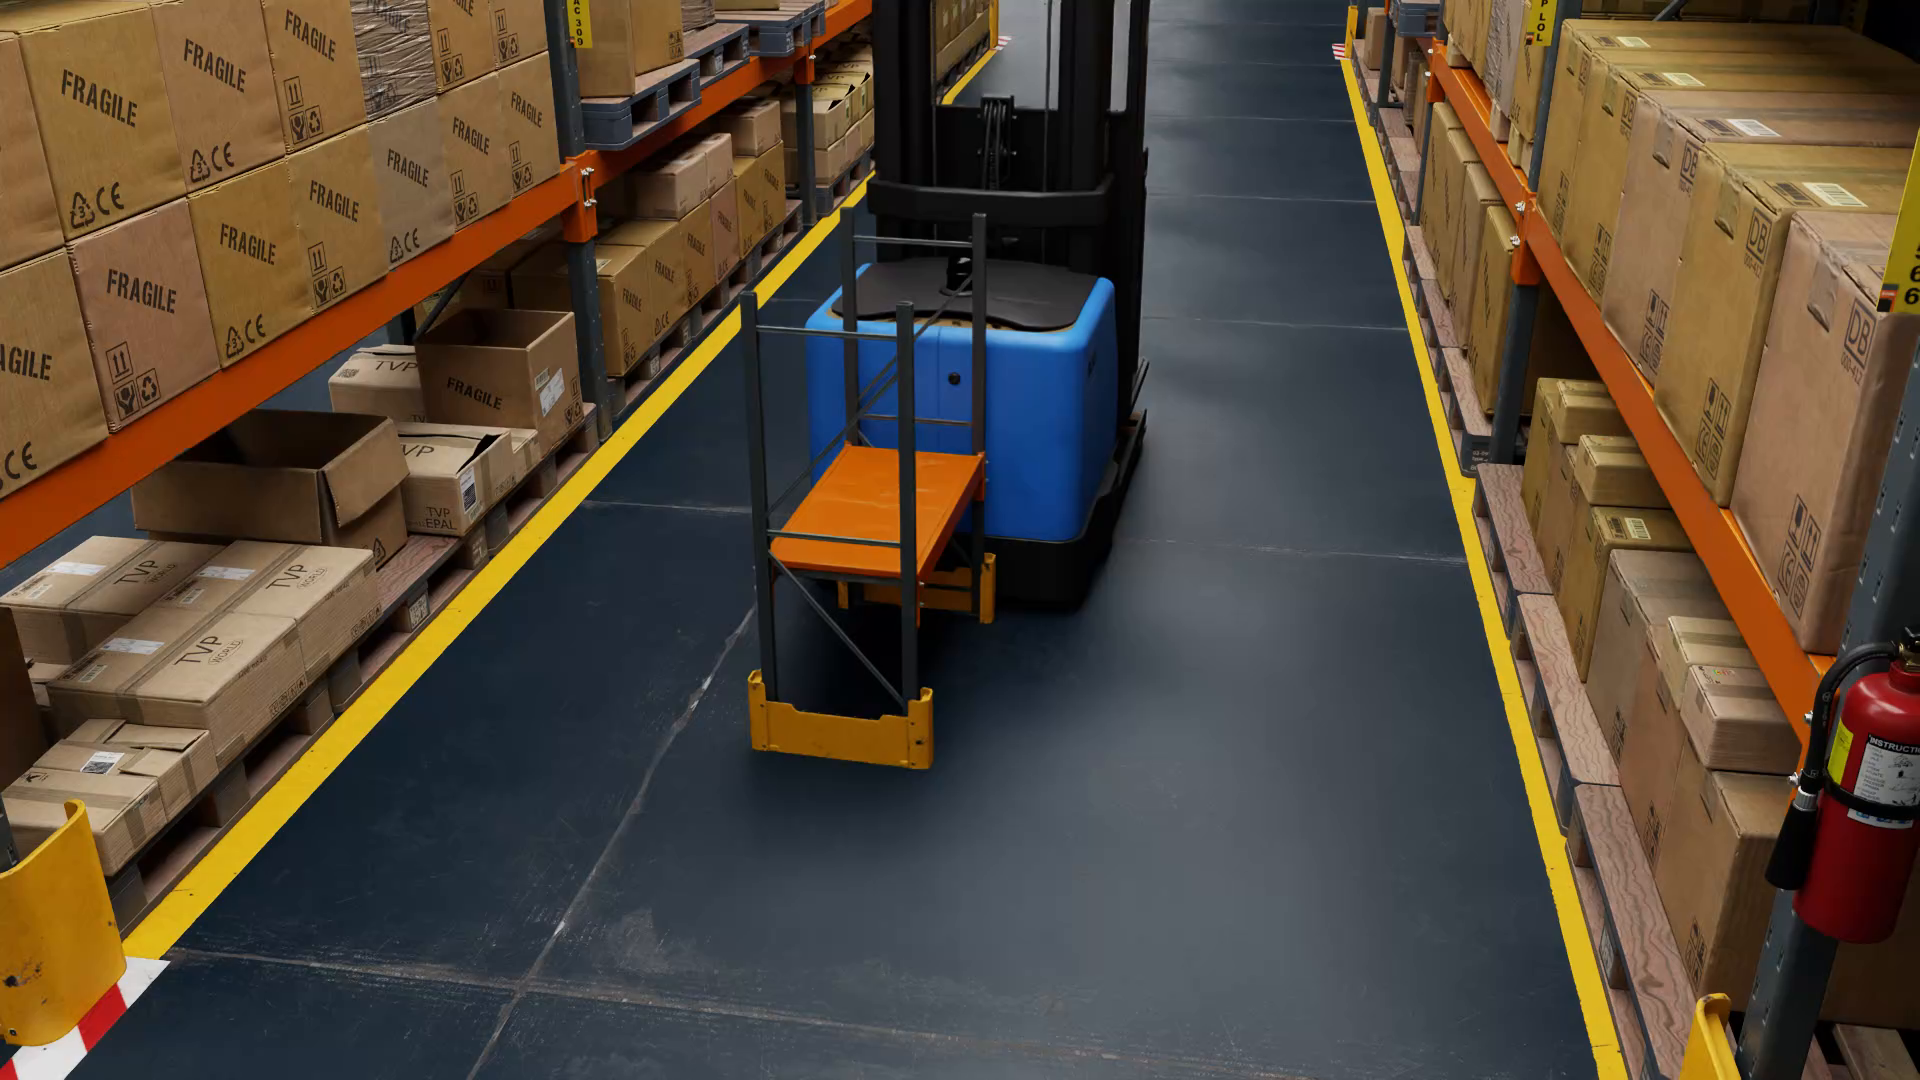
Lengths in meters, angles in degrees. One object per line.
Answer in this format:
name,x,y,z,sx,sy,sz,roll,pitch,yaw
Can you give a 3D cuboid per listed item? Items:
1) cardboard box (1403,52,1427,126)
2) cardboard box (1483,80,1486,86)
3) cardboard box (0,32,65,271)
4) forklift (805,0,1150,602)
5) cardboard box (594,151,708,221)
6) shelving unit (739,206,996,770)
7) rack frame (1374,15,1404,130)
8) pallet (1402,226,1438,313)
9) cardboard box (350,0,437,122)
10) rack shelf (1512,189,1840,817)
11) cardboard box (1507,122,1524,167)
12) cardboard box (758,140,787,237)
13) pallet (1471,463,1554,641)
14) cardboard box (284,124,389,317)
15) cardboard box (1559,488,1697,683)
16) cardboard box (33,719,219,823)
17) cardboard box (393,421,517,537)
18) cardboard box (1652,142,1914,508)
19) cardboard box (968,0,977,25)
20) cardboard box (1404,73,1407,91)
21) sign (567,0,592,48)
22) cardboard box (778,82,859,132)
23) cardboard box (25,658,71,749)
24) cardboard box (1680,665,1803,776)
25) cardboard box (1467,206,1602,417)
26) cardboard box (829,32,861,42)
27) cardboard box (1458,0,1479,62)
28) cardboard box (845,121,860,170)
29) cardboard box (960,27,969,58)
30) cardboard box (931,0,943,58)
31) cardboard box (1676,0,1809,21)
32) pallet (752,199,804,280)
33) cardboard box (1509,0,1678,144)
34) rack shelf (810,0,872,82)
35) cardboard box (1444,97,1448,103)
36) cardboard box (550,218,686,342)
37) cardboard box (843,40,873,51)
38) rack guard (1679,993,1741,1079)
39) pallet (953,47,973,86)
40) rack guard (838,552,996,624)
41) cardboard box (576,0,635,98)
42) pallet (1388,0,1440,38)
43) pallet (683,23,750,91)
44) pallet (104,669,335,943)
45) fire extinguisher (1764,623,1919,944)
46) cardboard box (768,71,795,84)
cardboard box,3.959,-3.624,13.385,0.700,0.500,0.500,5,26,10
cardboard box,2.944,-2.427,8.669,0.380,0.149,0.250,4,25,9
cardboard box,-2.454,-0.855,3.740,0.500,0.500,0.500,5,26,10
forklift,0.246,-1.701,6.928,1.130,2.935,3.031,5,26,11
cardboard box,-1.650,-1.873,8.757,0.500,0.250,0.500,4,25,9
shelving unit,-0.269,-0.206,5.421,0.587,1.500,1.083,5,26,11
rack frame,4.063,-4.866,13.608,1.000,3.000,0.127,4,25,9
pallet,3.206,-1.606,9.932,1.003,0.211,1.213,4,25,9
cardboard box,-2.123,-1.706,5.558,0.500,0.500,0.500,4,25,9
rack shelf,2.428,-0.358,4.825,1.077,0.370,4.000,4,25,9
cardboard box,2.549,-1.684,7.082,0.380,0.149,0.250,4,25,9
cardboard box,-1.400,-2.195,10.330,0.500,0.500,0.500,5,26,11
pallet,2.554,0.055,6.383,1.003,0.211,1.213,4,25,9
cardboard box,-2.206,-1.037,5.308,0.500,0.500,0.500,4,25,9
cardboard box,2.360,0.152,5.341,0.700,0.500,0.500,5,25,10
cardboard box,-2.338,0.639,4.670,0.380,0.166,0.250,4,25,9
cardboard box,-2.068,-0.272,6.445,0.500,0.311,0.500,4,25,9
cardboard box,2.283,-0.502,3.931,0.980,0.700,0.700,4,25,8
cardboard box,-0.114,-5.501,16.828,0.500,0.500,0.500,4,25,9
cardboard box,4.121,-4.008,14.598,0.380,0.166,0.250,1,25,2
sign,-1.596,-2.220,6.933,0.100,0.325,0.005,4,25,9
cardboard box,-1.026,-3.153,12.034,0.500,0.311,0.500,3,25,7
cardboard box,-2.785,0.487,4.994,0.380,0.166,0.250,4,25,9
cardboard box,1.958,0.435,3.971,0.380,0.149,0.250,4,25,8
cardboard box,2.733,-1.018,7.427,0.750,0.750,0.750,4,25,9
cardboard box,-1.138,-4.251,14.381,0.500,0.311,0.500,4,25,9
cardboard box,2.900,-2.771,8.640,0.500,0.500,0.500,4,25,8
cardboard box,-1.022,-2.889,12.132,0.500,0.250,0.500,3,25,7
cardboard box,-0.201,-4.953,16.541,0.500,0.250,0.500,4,25,9
cardboard box,-0.440,-4.665,15.041,0.500,0.500,0.500,4,25,9
cardboard box,3.087,-2.223,6.585,0.500,0.250,0.500,5,26,10
pallet,-1.638,-1.962,10.694,1.003,0.211,1.213,4,25,9
cardboard box,2.582,-1.920,6.821,0.500,0.500,0.500,4,25,8
rack shelf,-1.152,-4.046,12.703,1.077,0.370,4.000,4,25,9
cardboard box,3.674,-2.773,11.565,0.700,0.500,0.500,4,25,8
cardboard box,-1.737,-1.339,8.501,0.500,0.500,0.500,4,25,9
cardboard box,-0.687,-4.000,13.843,0.500,0.311,0.500,5,25,10
rack guard,2.098,1.295,3.394,1.175,0.500,0.348,4,25,9
pallet,-0.457,-4.787,16.727,1.003,0.211,1.213,4,25,9
rack guard,-0.162,0.154,6.126,0.587,0.250,0.087,5,26,11
cardboard box,-1.834,-2.280,7.470,0.700,0.500,0.500,-4,25,-9
pallet,3.420,-3.412,10.727,1.213,0.211,1.003,4,25,9
pallet,-1.792,-2.634,9.066,1.003,0.211,1.213,4,25,9
pallet,-2.644,0.709,4.987,1.003,0.211,1.213,4,25,9
fire extinguisher,1.622,0.388,2.915,0.296,0.674,0.183,4,25,9
cardboard box,-1.472,-3.399,12.559,0.500,0.311,0.500,4,25,8
